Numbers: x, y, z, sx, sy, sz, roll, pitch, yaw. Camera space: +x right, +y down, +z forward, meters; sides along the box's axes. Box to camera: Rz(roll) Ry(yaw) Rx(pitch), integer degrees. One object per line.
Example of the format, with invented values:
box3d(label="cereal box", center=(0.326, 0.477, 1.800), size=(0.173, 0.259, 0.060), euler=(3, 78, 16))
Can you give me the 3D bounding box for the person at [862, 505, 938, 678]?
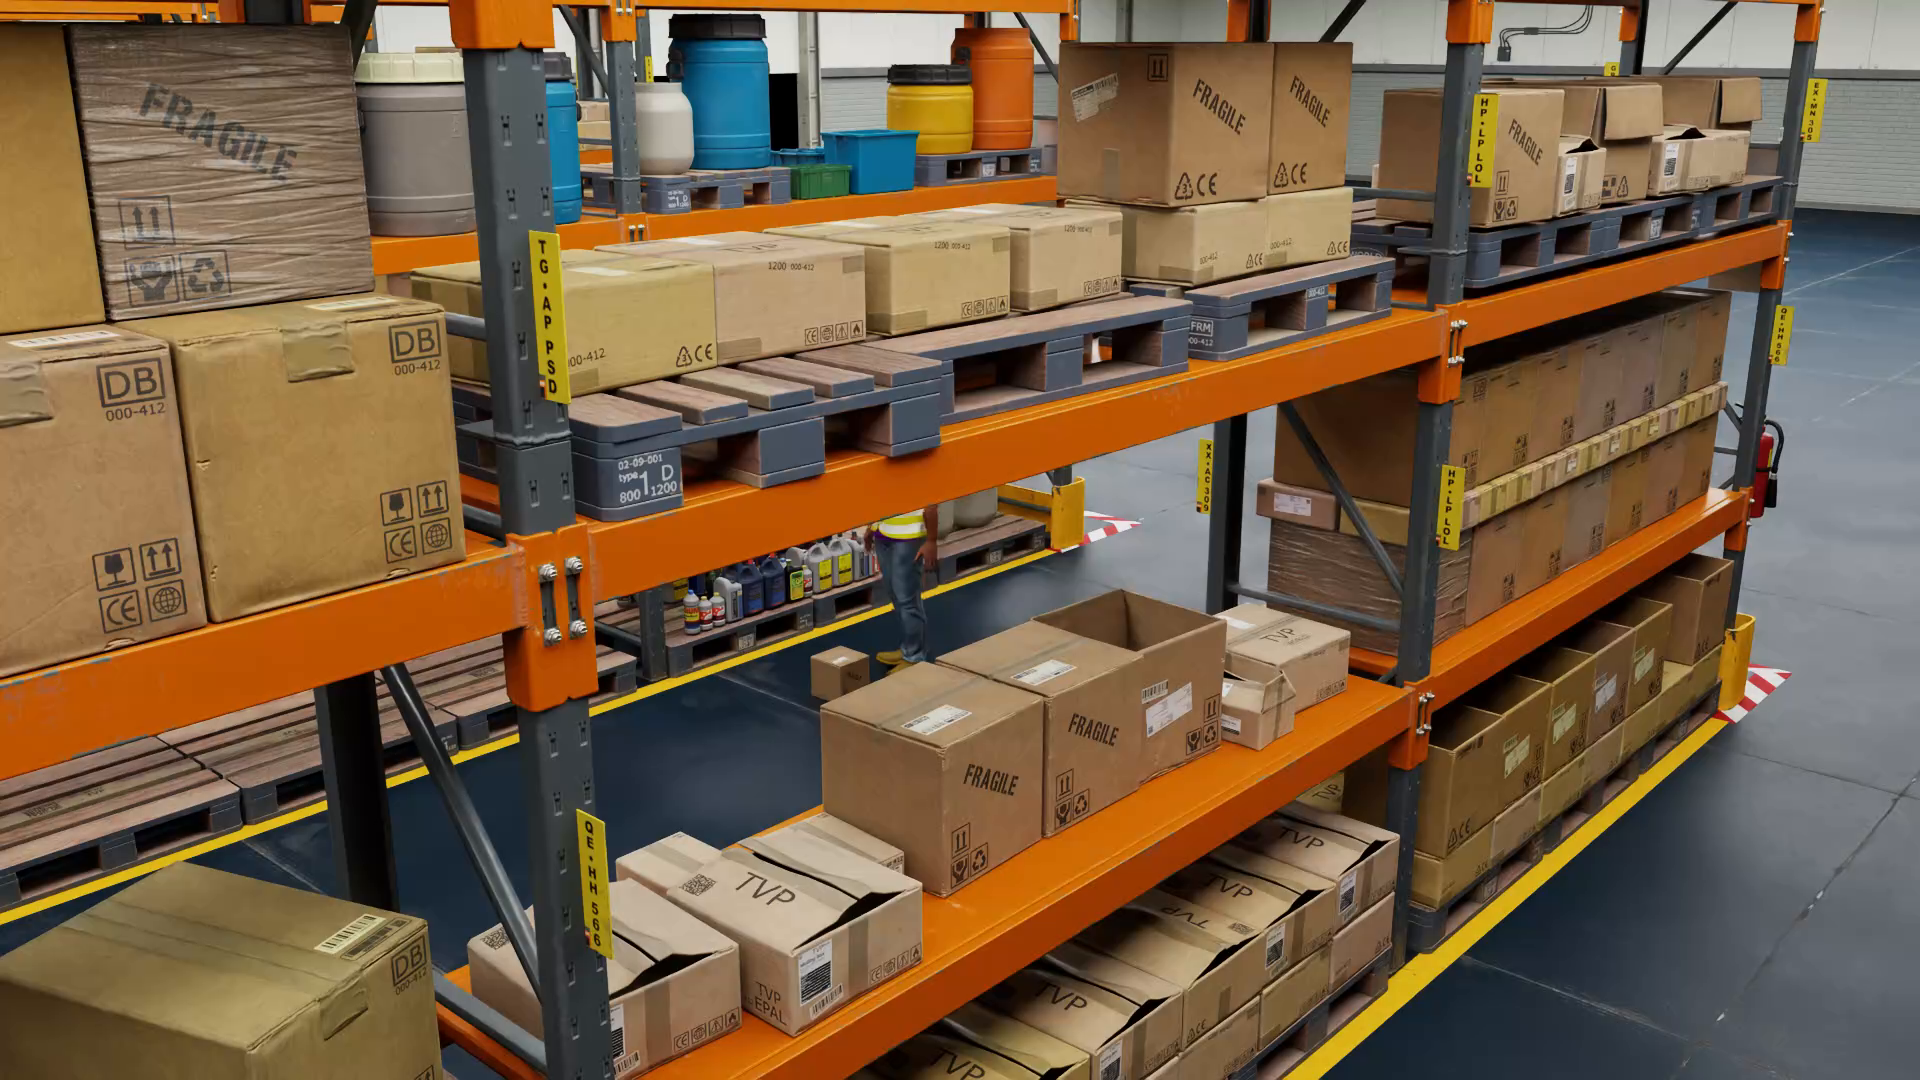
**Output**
box3d(label="person", center=(-0.369, -0.040, 10.073), size=(0.377, 1.766, 0.643), euler=(-11, 20, -32))
